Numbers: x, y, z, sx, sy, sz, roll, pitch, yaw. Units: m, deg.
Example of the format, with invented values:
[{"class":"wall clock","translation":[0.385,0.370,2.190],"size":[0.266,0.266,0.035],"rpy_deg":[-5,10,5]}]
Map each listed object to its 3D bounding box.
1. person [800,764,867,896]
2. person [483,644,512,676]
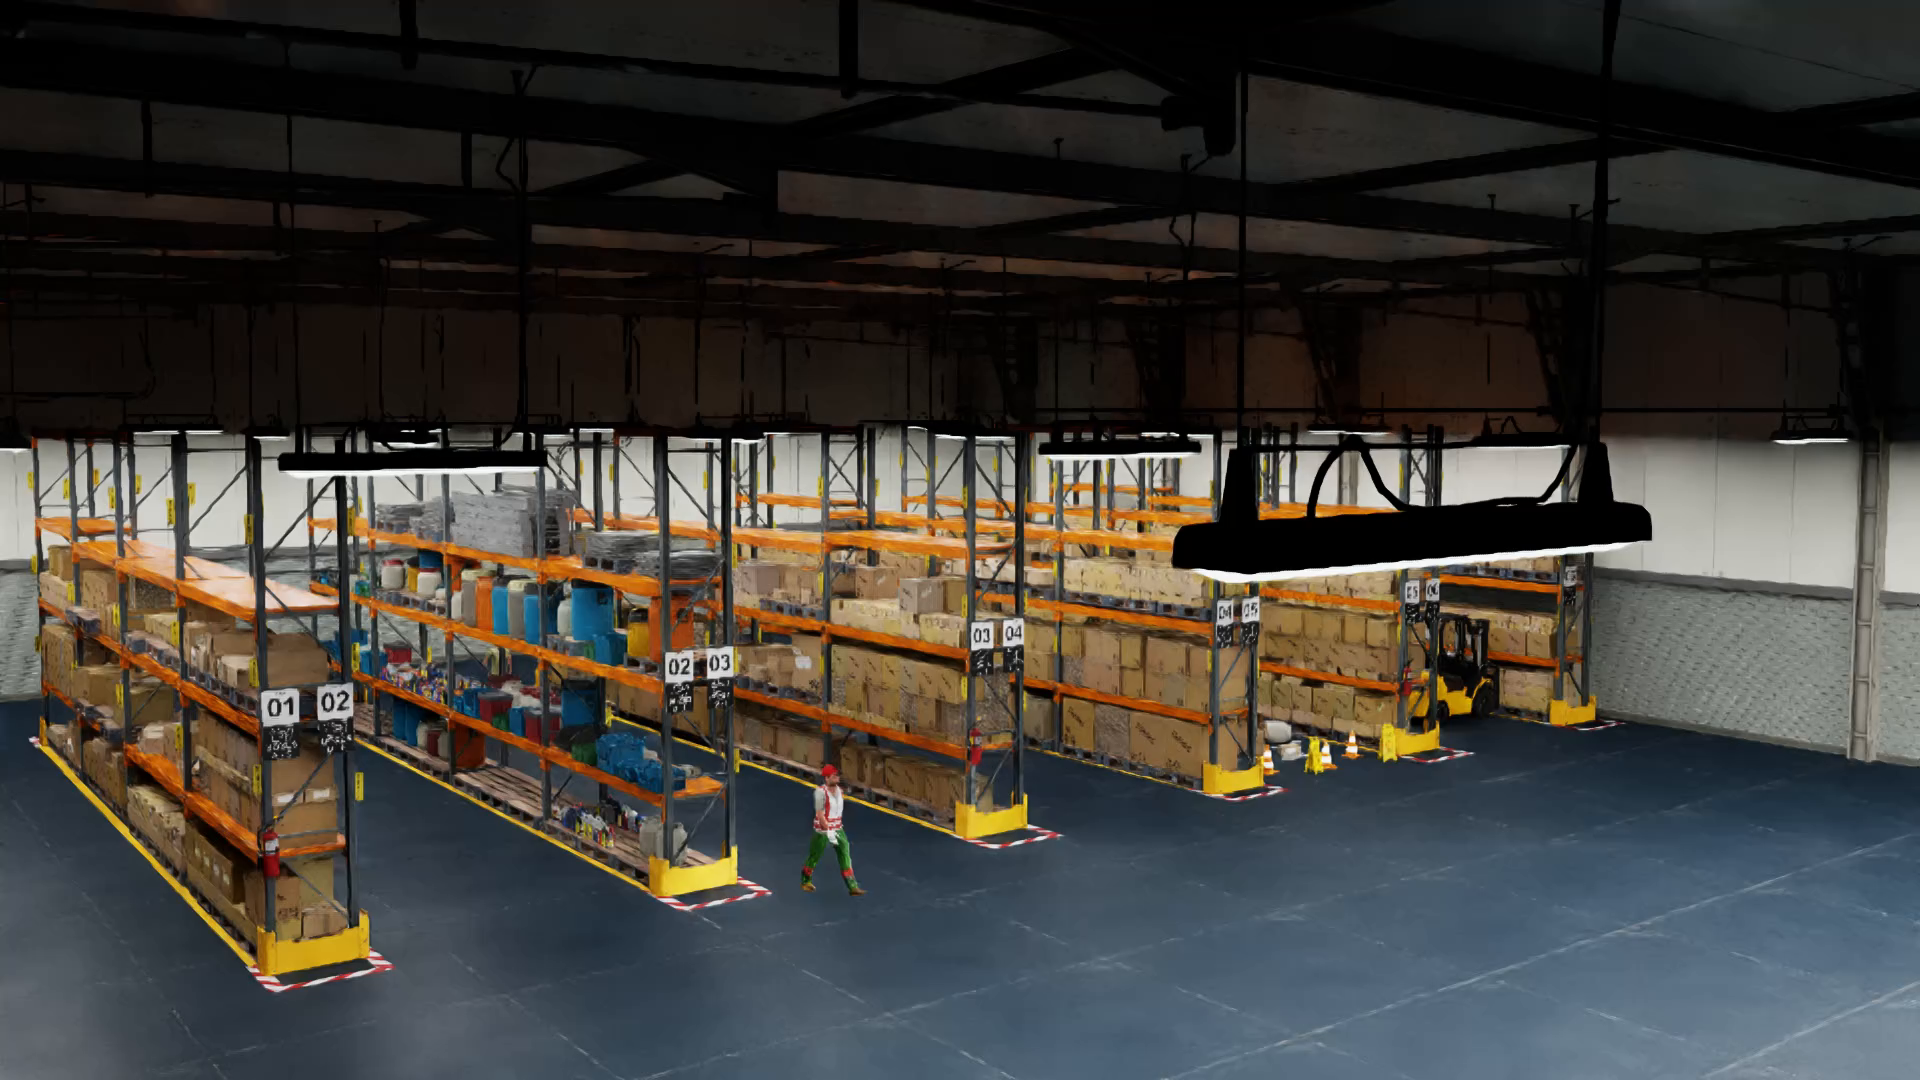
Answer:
[{"class":"person","translation":[-1.678,3.759,21.600],"size":[1.030,1.728,0.526],"rpy_deg":[4,6,44]},{"class":"person","translation":[-9.681,2.796,34.848],"size":[0.598,1.619,0.507],"rpy_deg":[-4,6,-39]}]
